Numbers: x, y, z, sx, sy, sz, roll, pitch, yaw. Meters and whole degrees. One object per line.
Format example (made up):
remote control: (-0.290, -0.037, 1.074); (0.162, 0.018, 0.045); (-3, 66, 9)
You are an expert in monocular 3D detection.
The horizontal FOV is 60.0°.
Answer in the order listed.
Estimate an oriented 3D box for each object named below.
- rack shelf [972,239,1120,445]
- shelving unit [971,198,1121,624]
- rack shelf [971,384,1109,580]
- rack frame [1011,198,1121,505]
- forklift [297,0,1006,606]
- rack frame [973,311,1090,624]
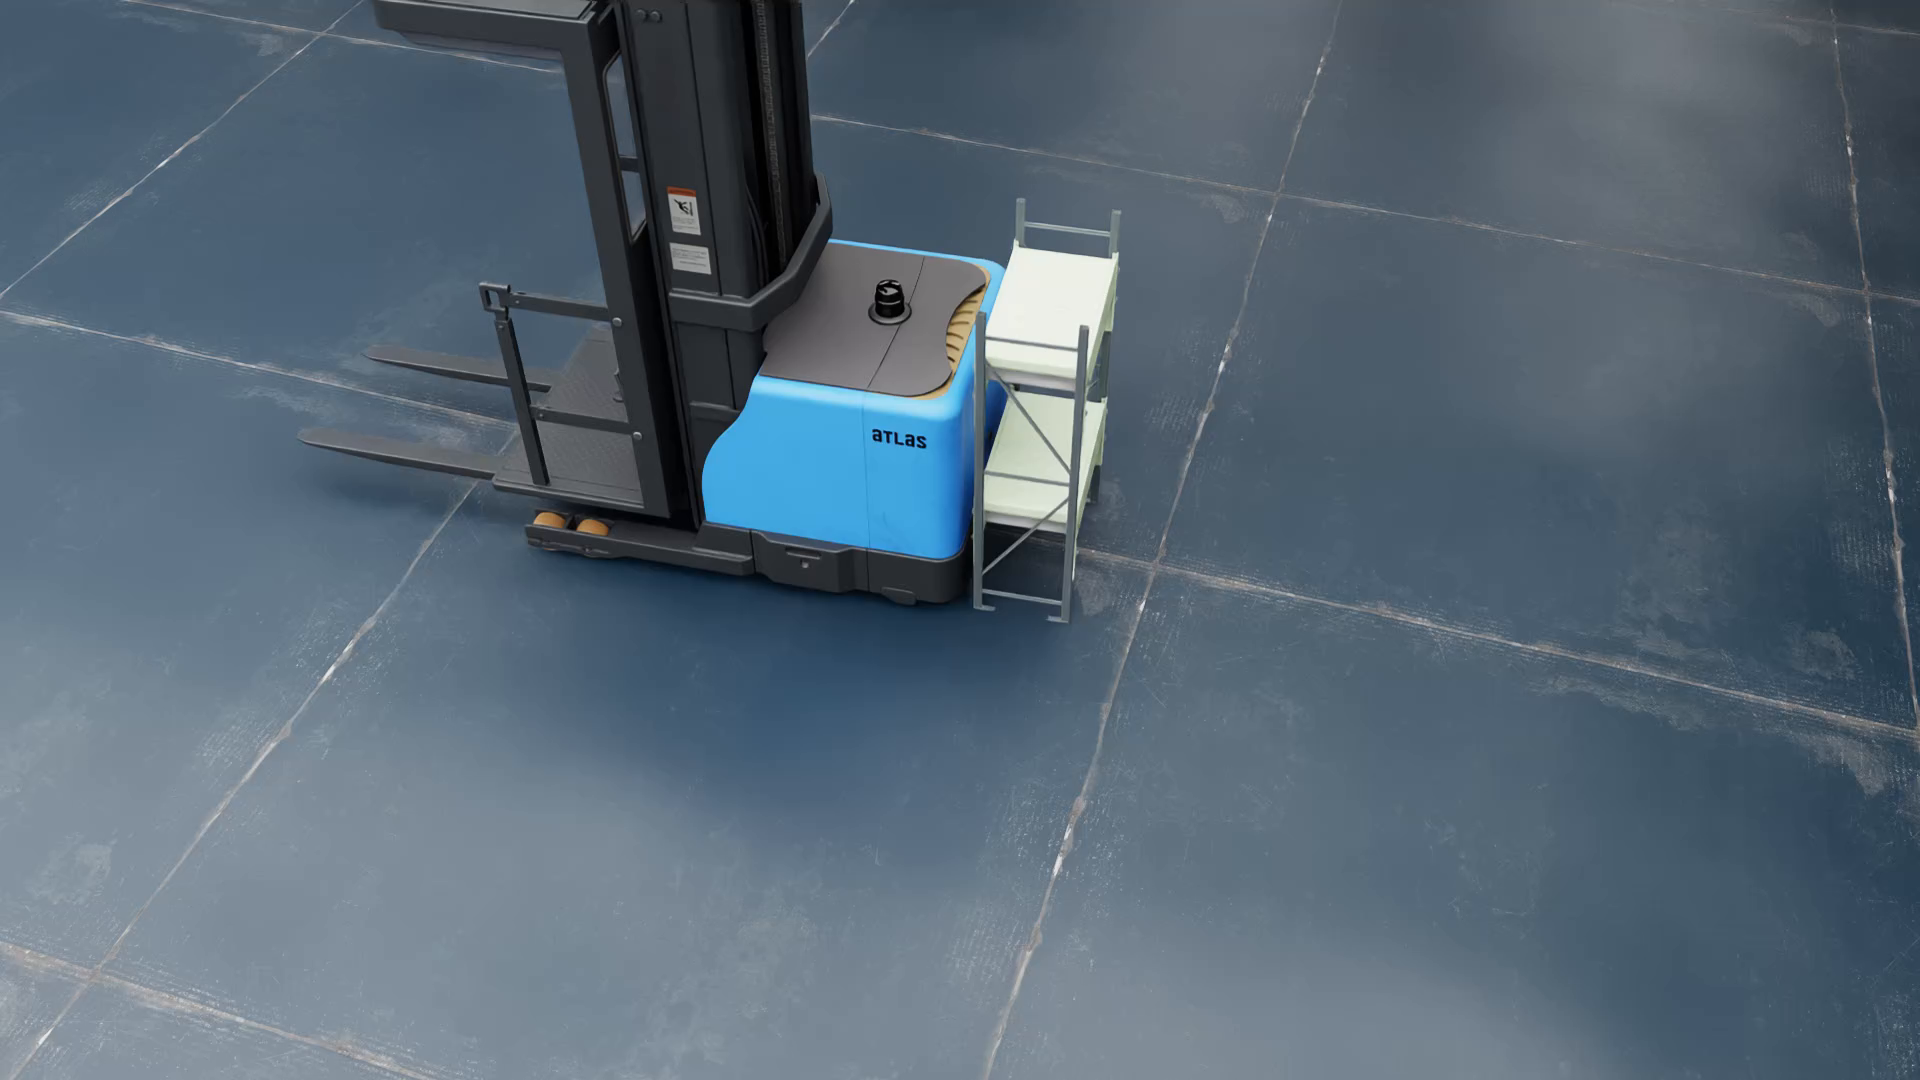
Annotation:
rack shelf: (0.332, -0.758, 6.293); (0.431, 0.370, 0.720); (9, 45, 9)
shelving unit: (0.332, -0.479, 6.566); (0.431, 1.500, 0.755); (9, 45, 9)
rack shelf: (0.332, -0.246, 6.794); (0.431, 0.370, 0.720); (9, 45, 9)
rack frame: (0.411, -0.729, 6.822); (0.400, 1.500, 0.023); (9, 45, 9)
forklift: (-1.360, -1.321, 6.404); (3.031, 2.935, 1.130); (9, 45, 9)
rack frame: (0.252, -0.229, 6.311); (0.400, 1.500, 0.023); (9, 45, 9)
